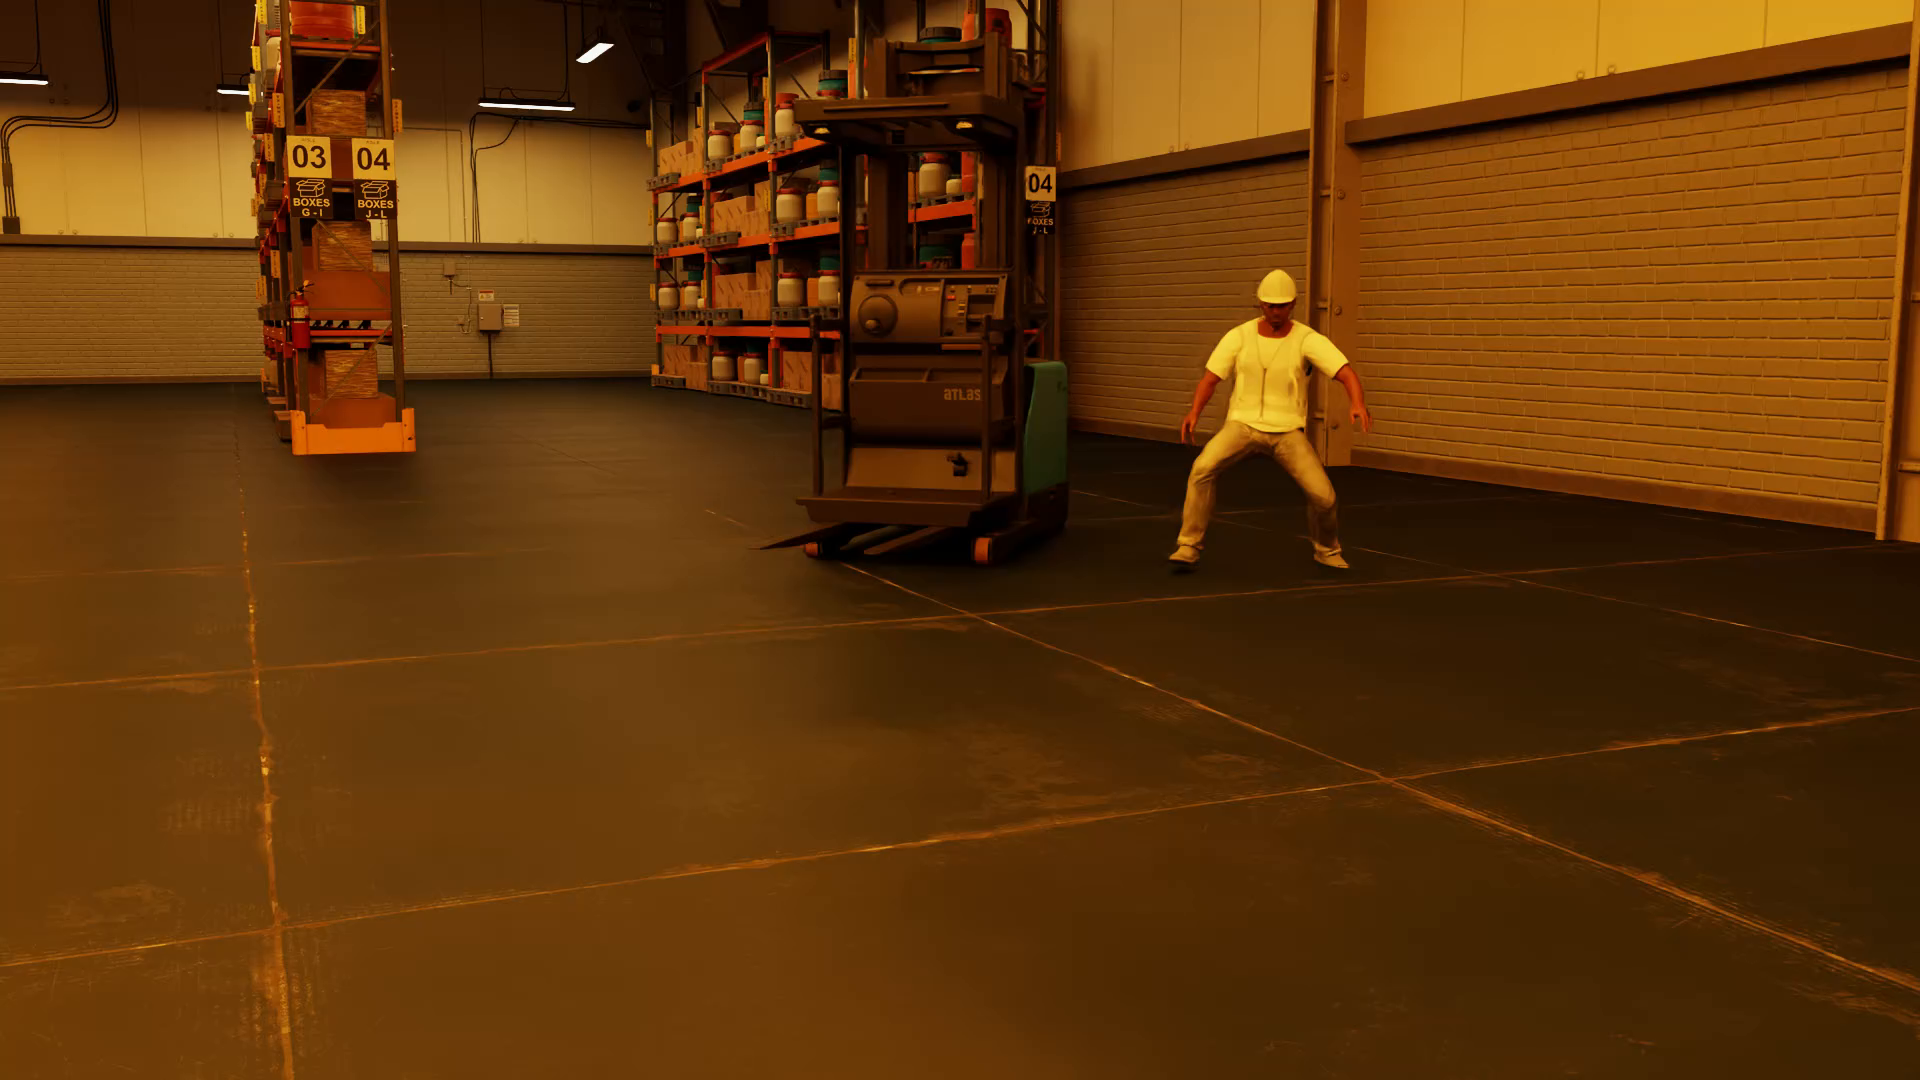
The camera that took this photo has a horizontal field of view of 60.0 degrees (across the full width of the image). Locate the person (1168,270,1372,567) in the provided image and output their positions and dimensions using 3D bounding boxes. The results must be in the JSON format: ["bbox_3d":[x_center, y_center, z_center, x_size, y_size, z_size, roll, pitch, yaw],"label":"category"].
[{"bbox_3d":[1.694,-0.611,8.875,1.021,1.643,0.825,3,8,19],"label":"person"}]

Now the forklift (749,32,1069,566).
[{"bbox_3d":[-0.246,-1.367,9.306,1.130,2.935,3.031,2,8,18],"label":"forklift"}]
